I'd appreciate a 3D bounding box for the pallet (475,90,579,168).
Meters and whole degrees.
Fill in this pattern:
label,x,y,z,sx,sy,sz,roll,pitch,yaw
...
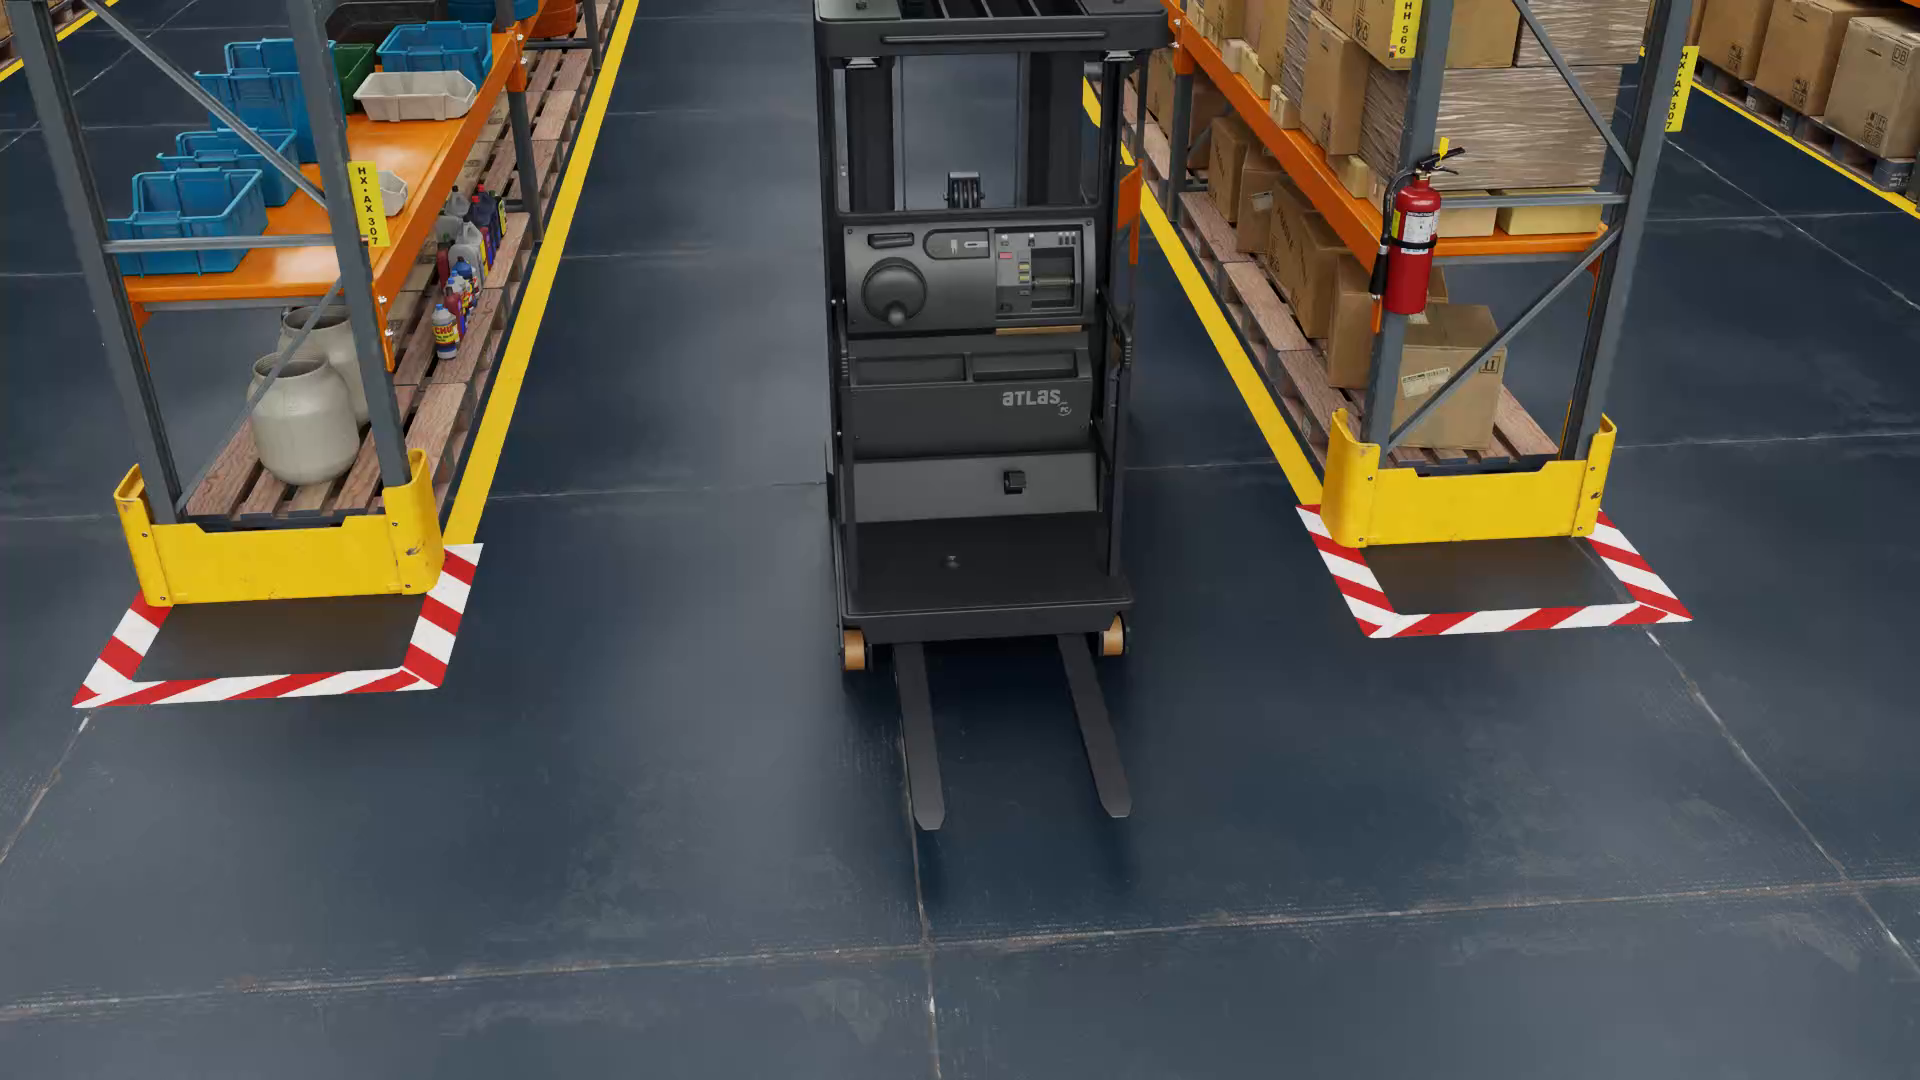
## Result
label,x,y,z,sx,sy,sz,roll,pitch,yaw
pallet,-3.327,-2.960,12.000,1.003,0.211,1.213,-3,31,-5

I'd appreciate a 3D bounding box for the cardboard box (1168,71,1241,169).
label,x,y,z,sx,sy,sz,roll,pitch,yaw
cardboard box,1.798,-2.801,11.024,0.700,0.500,0.500,-5,31,-8

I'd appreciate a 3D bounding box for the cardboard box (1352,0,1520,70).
label,x,y,z,sx,sy,sz,roll,pitch,yaw
cardboard box,1.910,-2.198,6.642,0.500,0.500,0.500,-3,31,-5

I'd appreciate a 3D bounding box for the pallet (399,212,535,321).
label,x,y,z,sx,sy,sz,roll,pitch,yaw
pallet,-3.076,-1.592,9.709,1.003,0.211,1.213,-3,31,-5

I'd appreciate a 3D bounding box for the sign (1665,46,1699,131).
label,x,y,z,sx,sy,sz,roll,pitch,yaw
sign,2.748,-1.727,6.371,0.100,0.325,0.005,-3,31,-5

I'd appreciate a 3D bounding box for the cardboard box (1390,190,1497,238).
label,x,y,z,sx,sy,sz,roll,pitch,yaw
cardboard box,1.975,-1.357,6.841,0.380,0.149,0.250,-3,31,-5

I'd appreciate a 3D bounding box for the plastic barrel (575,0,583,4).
label,x,y,z,sx,sy,sz,roll,pitch,yaw
plastic barrel,-3.639,-5.147,14.883,0.600,0.588,0.708,-3,31,-5

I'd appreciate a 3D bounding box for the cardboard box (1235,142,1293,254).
label,x,y,z,sx,sy,sz,roll,pitch,yaw
cardboard box,1.892,-1.980,9.668,0.500,0.500,0.500,7,32,11

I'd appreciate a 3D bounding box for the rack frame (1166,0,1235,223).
label,x,y,z,sx,sy,sz,roll,pitch,yaw
rack frame,1.834,-3.371,9.969,1.000,3.000,0.127,-3,31,-5

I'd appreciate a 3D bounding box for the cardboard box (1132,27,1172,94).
label,x,y,z,sx,sy,sz,roll,pitch,yaw
cardboard box,1.667,-3.616,12.388,0.700,0.500,0.500,0,31,0

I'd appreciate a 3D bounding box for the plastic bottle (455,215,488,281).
label,x,y,z,sx,sy,sz,roll,pitch,yaw
plastic bottle,-2.702,-1.608,9.171,0.144,0.351,0.185,-3,31,-5

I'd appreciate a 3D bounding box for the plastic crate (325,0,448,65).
label,x,y,z,sx,sy,sz,roll,pitch,yaw
plastic crate,-3.175,-2.834,9.130,0.767,0.338,0.504,-3,31,-5

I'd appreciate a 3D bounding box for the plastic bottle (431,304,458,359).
label,x,y,z,sx,sy,sz,roll,pitch,yaw
plastic bottle,-2.583,-1.050,8.314,0.097,0.271,0.097,0,31,0

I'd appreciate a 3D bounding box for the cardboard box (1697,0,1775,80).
label,x,y,z,sx,sy,sz,roll,pitch,yaw
cardboard box,6.460,-4.052,12.894,1.050,0.750,0.750,-2,31,-4

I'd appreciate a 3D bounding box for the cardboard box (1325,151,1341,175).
label,x,y,z,sx,sy,sz,roll,pitch,yaw
cardboard box,1.870,-1.738,7.479,0.380,0.149,0.250,-3,31,-5

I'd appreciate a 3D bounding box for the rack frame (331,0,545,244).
label,x,y,z,sx,sy,sz,roll,pitch,yaw
rack frame,-3.098,-3.134,9.571,1.000,3.000,0.127,-3,31,-5

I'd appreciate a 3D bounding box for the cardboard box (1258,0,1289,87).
label,x,y,z,sx,sy,sz,roll,pitch,yaw
cardboard box,1.979,-2.544,8.197,0.875,0.500,0.500,-3,31,-5

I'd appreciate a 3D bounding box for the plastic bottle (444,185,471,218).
label,x,y,z,sx,sy,sz,roll,pitch,yaw
plastic bottle,-2.894,-1.864,9.599,0.144,0.351,0.185,-3,31,-5

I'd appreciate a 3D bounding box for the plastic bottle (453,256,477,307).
label,x,y,z,sx,sy,sz,roll,pitch,yaw
plastic bottle,-2.643,-1.379,8.866,0.097,0.271,0.097,0,31,0

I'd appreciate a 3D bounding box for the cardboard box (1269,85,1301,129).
label,x,y,z,sx,sy,sz,roll,pitch,yaw
cardboard box,1.731,-2.118,8.115,0.380,0.149,0.250,-3,31,-5

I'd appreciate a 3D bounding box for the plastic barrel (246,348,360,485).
label,x,y,z,sx,sy,sz,roll,pitch,yaw
plastic barrel,-2.861,-0.536,7.239,0.421,0.512,0.421,0,31,0

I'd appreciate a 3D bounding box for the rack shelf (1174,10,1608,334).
label,x,y,z,sx,sy,sz,roll,pitch,yaw
rack shelf,2.021,-2.041,8.444,1.077,0.370,4.000,-3,31,-5

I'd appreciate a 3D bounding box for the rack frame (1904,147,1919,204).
label,x,y,z,sx,sy,sz,roll,pitch,yaw
rack frame,6.782,-3.557,10.280,1.000,3.000,0.127,-3,31,-5

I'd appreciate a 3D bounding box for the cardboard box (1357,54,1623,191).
label,x,y,z,sx,sy,sz,roll,pitch,yaw
cardboard box,2.183,-1.782,6.920,0.875,0.500,0.500,-3,31,-5

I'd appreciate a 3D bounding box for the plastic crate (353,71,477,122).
label,x,y,z,sx,sy,sz,roll,pitch,yaw
plastic crate,-2.694,-2.204,8.271,0.530,0.136,0.437,-3,31,-5

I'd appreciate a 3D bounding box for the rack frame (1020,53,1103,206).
label,x,y,z,sx,sy,sz,roll,pitch,yaw
rack frame,0.453,-1.369,7.494,0.400,2.100,0.015,14,33,21

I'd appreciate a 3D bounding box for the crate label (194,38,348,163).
label,x,y,z,sx,sy,sz,roll,pitch,yaw
crate label,-3.165,-2.034,7.695,0.502,0.435,0.616,-3,31,-5

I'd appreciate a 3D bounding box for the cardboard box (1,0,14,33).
label,x,y,z,sx,sy,sz,roll,pitch,yaw
cardboard box,-8.216,-4.569,13.984,0.500,0.500,0.500,-4,31,-6

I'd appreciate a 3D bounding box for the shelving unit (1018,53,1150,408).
label,x,y,z,sx,sy,sz,roll,pitch,yaw
shelving unit,0.557,-1.482,7.683,0.431,2.100,0.503,14,33,21

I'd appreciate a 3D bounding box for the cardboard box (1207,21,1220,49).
label,x,y,z,sx,sy,sz,roll,pitch,yaw
cardboard box,1.616,-2.885,9.399,0.380,0.149,0.250,-3,31,-5

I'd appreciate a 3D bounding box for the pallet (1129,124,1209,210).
label,x,y,z,sx,sy,sz,roll,pitch,yaw
pallet,1.760,-2.571,11.349,1.003,0.211,1.213,-3,31,-5

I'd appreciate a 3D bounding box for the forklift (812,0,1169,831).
label,x,y,z,sx,sy,sz,roll,pitch,yaw
forklift,0.062,-0.937,5.960,1.130,2.935,3.031,-3,31,-5

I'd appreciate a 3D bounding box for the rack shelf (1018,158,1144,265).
label,x,y,z,sx,sy,sz,roll,pitch,yaw
rack shelf,0.557,-1.470,7.690,0.431,0.518,0.480,14,33,21

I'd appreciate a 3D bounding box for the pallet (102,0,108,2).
label,x,y,z,sx,sy,sz,roll,pitch,yaw
pallet,-8.663,-5.372,16.038,1.003,0.211,1.213,-3,31,-5

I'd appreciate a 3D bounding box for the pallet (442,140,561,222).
label,x,y,z,sx,sy,sz,roll,pitch,yaw
pallet,-3.210,-2.336,10.955,1.003,0.211,1.213,-3,31,-5

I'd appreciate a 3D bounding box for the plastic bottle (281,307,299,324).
label,x,y,z,sx,sy,sz,roll,pitch,yaw
plastic bottle,-3.361,-1.090,8.369,0.061,0.283,0.133,-2,31,-3

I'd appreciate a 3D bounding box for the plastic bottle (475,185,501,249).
label,x,y,z,sx,sy,sz,roll,pitch,yaw
plastic bottle,-2.750,-1.871,9.611,0.144,0.351,0.185,-4,31,-6

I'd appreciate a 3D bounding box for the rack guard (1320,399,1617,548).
label,x,y,z,sx,sy,sz,roll,pitch,yaw
rack guard,2.200,-0.295,7.256,1.175,0.500,0.348,-3,31,-5

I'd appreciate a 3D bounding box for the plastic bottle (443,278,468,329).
label,x,y,z,sx,sy,sz,roll,pitch,yaw
plastic bottle,-2.615,-1.225,8.607,0.097,0.271,0.097,0,31,0

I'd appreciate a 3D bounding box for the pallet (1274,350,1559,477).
label,x,y,z,sx,sy,sz,roll,pitch,yaw
pallet,2.160,-0.587,8.027,1.003,0.211,1.213,-3,31,-5

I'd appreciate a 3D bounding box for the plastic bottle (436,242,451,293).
label,x,y,z,sx,sy,sz,roll,pitch,yaw
plastic bottle,-2.797,-1.490,9.040,0.061,0.283,0.133,-3,31,-5

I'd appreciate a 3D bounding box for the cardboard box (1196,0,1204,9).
label,x,y,z,sx,sy,sz,roll,pitch,yaw
cardboard box,1.814,-3.309,9.477,0.875,0.500,0.500,-3,31,-5

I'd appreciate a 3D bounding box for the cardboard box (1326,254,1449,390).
label,x,y,z,sx,sy,sz,roll,pitch,yaw
cardboard box,2.076,-1.059,8.126,0.500,0.500,0.500,5,31,8

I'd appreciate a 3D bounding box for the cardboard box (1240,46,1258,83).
label,x,y,z,sx,sy,sz,roll,pitch,yaw
cardboard box,1.696,-2.502,8.759,0.380,0.149,0.250,-3,31,-5

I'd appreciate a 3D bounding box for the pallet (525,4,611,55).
label,x,y,z,sx,sy,sz,roll,pitch,yaw
pallet,-3.586,-4.379,14.376,1.003,0.211,1.213,-3,31,-5
